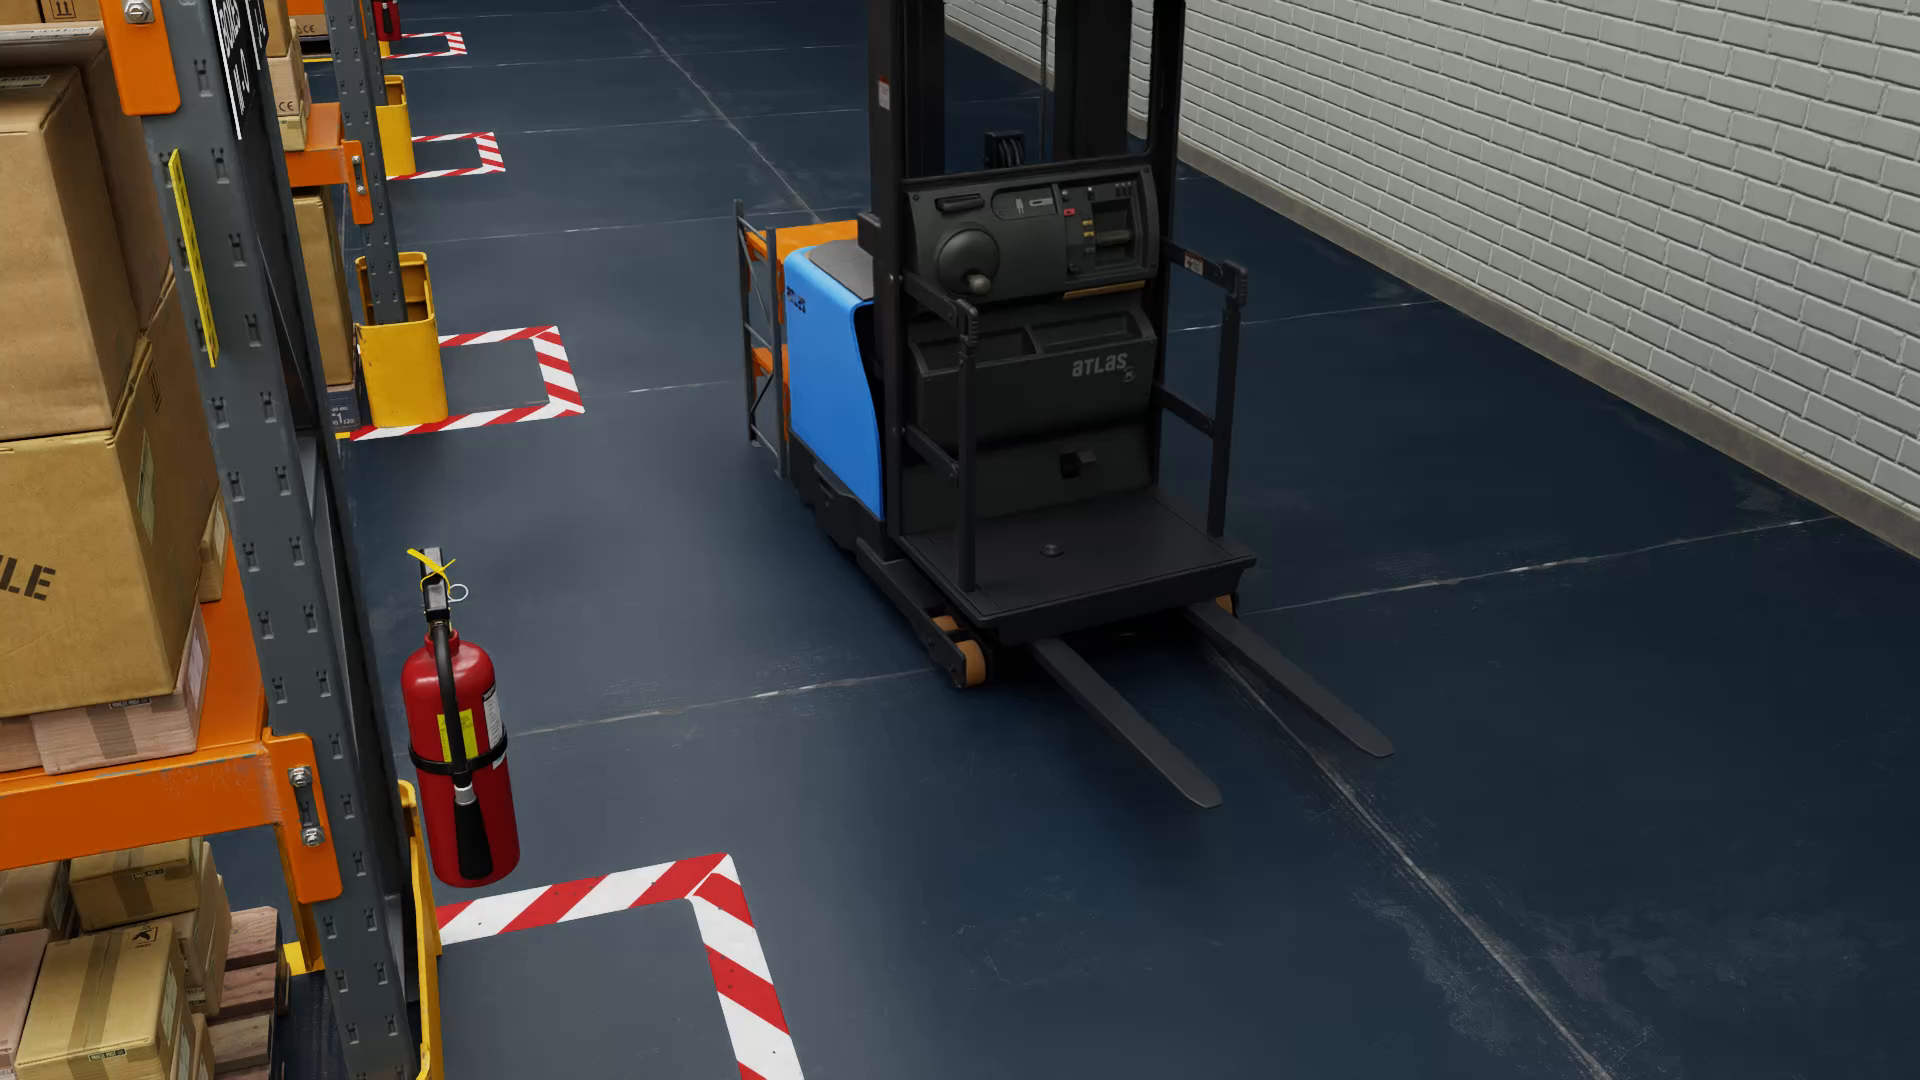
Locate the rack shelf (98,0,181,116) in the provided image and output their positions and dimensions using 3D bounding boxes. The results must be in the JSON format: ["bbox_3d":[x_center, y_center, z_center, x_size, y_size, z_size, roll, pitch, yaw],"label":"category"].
[{"bbox_3d":[-3.251,-0.761,2.345,4.000,0.370,1.077,-8,28,-16],"label":"rack shelf"}]

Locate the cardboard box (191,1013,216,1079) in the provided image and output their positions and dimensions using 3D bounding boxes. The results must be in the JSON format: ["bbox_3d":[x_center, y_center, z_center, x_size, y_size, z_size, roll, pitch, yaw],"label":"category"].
[{"bbox_3d":[-1.786,1.234,3.624,0.250,0.149,0.380,-8,27,-15],"label":"cardboard box"}]

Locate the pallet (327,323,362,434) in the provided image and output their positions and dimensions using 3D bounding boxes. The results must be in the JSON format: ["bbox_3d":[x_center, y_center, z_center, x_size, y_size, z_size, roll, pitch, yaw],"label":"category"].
[{"bbox_3d":[-3.526,-0.734,7.991,1.213,0.211,1.003,-8,28,-16],"label":"pallet"}]

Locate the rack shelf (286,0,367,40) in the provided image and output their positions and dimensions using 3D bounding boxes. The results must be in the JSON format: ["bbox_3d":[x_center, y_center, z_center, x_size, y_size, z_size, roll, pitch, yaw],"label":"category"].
[{"bbox_3d":[-6.225,-3.623,11.483,4.000,0.370,1.077,-8,28,-16],"label":"rack shelf"}]

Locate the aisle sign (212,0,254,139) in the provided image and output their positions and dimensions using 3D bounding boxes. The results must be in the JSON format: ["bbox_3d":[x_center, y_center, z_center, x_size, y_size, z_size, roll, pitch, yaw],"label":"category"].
[{"bbox_3d":[-1.187,-1.063,2.594,0.004,0.787,0.394,-8,28,-16],"label":"aisle sign"}]

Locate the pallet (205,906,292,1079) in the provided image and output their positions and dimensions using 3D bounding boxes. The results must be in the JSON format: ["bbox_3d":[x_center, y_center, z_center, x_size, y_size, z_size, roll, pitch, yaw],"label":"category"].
[{"bbox_3d":[-2.205,1.341,3.811,1.213,0.211,1.003,-8,28,-16],"label":"pallet"}]

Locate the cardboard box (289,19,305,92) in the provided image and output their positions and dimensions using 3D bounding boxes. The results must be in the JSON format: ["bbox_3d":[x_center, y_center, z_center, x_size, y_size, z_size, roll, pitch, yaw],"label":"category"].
[{"bbox_3d":[-3.329,-2.240,7.724,0.500,0.250,0.500,-9,28,-17],"label":"cardboard box"}]

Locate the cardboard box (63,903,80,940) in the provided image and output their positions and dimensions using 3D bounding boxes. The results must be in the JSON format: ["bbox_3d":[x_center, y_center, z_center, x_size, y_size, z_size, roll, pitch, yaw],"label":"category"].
[{"bbox_3d":[-2.205,0.918,3.927,0.250,0.149,0.380,-8,28,-16],"label":"cardboard box"}]

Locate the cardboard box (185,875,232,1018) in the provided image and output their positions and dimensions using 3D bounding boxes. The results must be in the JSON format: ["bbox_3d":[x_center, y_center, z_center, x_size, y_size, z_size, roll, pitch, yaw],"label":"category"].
[{"bbox_3d":[-1.947,1.010,4.075,0.250,0.149,0.380,-8,27,-15],"label":"cardboard box"}]

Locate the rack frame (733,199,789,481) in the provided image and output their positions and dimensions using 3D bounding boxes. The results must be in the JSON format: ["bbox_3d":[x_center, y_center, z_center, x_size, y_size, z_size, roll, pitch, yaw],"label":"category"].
[{"bbox_3d":[-0.865,-0.866,7.230,0.032,1.125,0.500,-11,28,-21],"label":"rack frame"}]

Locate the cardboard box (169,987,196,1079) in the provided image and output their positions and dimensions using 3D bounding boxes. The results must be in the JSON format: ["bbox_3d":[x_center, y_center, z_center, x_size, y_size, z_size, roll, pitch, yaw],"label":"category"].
[{"bbox_3d":[-1.763,1.134,3.492,0.250,0.149,0.380,-9,28,-17],"label":"cardboard box"}]

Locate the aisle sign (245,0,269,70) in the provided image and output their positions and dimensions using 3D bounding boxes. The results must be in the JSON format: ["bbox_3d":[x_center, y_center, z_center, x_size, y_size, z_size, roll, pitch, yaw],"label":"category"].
[{"bbox_3d":[-1.373,-1.316,3.105,0.004,0.787,0.394,-8,28,-16],"label":"aisle sign"}]

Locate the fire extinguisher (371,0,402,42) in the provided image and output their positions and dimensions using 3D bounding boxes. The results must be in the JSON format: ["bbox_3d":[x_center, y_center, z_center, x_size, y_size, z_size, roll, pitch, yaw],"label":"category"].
[{"bbox_3d":[-4.039,-3.847,11.633,0.183,0.674,0.296,-8,28,-16],"label":"fire extinguisher"}]

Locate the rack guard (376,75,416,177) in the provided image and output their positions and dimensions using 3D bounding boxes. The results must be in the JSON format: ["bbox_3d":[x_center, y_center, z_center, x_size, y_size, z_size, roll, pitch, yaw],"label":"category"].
[{"bbox_3d":[-4.304,-3.110,12.451,0.348,0.500,1.175,-8,28,-16],"label":"rack guard"}]

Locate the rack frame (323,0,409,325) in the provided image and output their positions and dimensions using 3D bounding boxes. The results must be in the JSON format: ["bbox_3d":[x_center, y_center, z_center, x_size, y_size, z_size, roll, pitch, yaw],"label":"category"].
[{"bbox_3d":[-2.789,-2.126,7.660,0.127,3.000,1.000,-8,28,-16],"label":"rack frame"}]

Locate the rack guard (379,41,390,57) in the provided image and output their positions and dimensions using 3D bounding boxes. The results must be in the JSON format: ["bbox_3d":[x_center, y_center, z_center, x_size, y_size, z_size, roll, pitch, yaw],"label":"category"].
[{"bbox_3d":[-5.926,-5.185,16.632,0.348,0.500,1.175,-8,28,-16],"label":"rack guard"}]

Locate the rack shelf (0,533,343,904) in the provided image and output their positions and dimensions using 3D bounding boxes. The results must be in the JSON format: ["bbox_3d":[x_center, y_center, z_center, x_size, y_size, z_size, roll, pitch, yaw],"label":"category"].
[{"bbox_3d":[-3.251,0.582,3.012,4.000,0.370,1.077,-8,28,-16],"label":"rack shelf"}]

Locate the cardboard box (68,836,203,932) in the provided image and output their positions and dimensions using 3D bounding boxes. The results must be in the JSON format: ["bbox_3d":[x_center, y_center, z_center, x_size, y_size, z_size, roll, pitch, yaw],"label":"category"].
[{"bbox_3d":[-1.953,0.736,3.960,0.250,0.149,0.380,-10,28,-18],"label":"cardboard box"}]

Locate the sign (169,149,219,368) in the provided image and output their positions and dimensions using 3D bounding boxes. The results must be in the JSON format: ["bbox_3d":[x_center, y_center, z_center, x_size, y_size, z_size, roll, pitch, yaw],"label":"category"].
[{"bbox_3d":[-1.197,-0.438,2.601,0.005,0.325,0.100,-8,28,-16],"label":"sign"}]

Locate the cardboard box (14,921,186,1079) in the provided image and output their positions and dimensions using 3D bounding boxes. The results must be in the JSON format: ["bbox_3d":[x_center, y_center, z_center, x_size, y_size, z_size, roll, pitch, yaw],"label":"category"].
[{"bbox_3d":[-1.774,0.987,3.453,0.250,0.149,0.380,-8,27,-16],"label":"cardboard box"}]

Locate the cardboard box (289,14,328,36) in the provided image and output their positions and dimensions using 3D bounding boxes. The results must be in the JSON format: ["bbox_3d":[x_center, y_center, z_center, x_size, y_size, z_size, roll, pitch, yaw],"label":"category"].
[{"bbox_3d":[-6.294,-5.214,16.195,0.500,0.500,0.500,-8,28,-16],"label":"cardboard box"}]

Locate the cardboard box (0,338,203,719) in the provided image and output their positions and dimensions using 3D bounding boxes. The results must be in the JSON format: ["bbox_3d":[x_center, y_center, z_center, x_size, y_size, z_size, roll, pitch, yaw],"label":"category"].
[{"bbox_3d":[-1.697,-0.022,2.975,0.500,0.500,0.500,-8,27,-15],"label":"cardboard box"}]

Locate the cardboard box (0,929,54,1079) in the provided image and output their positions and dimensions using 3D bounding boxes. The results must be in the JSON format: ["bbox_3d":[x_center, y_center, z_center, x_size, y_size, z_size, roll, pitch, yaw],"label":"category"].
[{"bbox_3d":[-2.031,0.998,3.432,0.250,0.149,0.380,-8,27,-15],"label":"cardboard box"}]

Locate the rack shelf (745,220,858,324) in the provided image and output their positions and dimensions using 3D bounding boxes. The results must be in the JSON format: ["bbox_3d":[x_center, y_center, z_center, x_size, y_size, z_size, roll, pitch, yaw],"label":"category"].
[{"bbox_3d":[-0.400,-1.220,7.283,1.000,0.278,0.538,-11,28,-21],"label":"rack shelf"}]

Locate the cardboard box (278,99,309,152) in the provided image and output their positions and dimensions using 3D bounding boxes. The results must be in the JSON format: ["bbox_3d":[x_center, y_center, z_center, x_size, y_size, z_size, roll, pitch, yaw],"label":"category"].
[{"bbox_3d":[-3.026,-1.825,7.336,0.250,0.149,0.380,-8,27,-15],"label":"cardboard box"}]

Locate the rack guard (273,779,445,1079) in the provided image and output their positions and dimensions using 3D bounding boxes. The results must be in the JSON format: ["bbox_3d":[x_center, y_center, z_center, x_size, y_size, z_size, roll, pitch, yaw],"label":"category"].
[{"bbox_3d":[-1.422,1.115,3.942,0.348,0.500,1.175,-8,28,-16],"label":"rack guard"}]

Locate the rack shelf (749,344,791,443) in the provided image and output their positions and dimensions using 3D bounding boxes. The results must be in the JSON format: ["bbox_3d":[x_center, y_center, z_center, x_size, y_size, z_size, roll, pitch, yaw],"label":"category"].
[{"bbox_3d":[-0.400,-0.738,7.522,1.000,0.278,0.538,-11,28,-21],"label":"rack shelf"}]

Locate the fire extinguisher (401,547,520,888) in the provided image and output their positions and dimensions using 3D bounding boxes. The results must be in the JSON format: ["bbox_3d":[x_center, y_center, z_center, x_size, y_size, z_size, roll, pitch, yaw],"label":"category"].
[{"bbox_3d":[-0.967,0.347,3.184,0.183,0.674,0.296,-8,28,-16],"label":"fire extinguisher"}]

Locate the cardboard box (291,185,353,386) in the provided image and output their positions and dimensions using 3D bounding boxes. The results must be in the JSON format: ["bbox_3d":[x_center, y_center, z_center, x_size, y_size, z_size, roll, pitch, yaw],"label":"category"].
[{"bbox_3d":[-3.373,-1.241,7.793,0.875,0.875,0.875,-8,28,-16],"label":"cardboard box"}]

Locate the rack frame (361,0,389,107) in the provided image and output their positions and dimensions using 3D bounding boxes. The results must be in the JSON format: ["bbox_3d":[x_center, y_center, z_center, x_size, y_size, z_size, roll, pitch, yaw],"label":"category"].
[{"bbox_3d":[-4.323,-4.220,11.878,0.127,3.000,1.000,-8,28,-16],"label":"rack frame"}]

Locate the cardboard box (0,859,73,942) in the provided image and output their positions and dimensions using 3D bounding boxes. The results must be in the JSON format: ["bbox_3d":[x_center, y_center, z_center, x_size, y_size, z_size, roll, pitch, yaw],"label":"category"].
[{"bbox_3d":[-2.178,0.825,3.781,0.250,0.149,0.380,-8,27,-15],"label":"cardboard box"}]

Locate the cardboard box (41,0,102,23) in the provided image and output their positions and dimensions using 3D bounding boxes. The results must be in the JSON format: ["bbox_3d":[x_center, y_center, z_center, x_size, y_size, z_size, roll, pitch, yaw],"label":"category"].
[{"bbox_3d":[-3.805,-2.507,7.418,0.500,0.500,0.500,-9,28,-17],"label":"cardboard box"}]

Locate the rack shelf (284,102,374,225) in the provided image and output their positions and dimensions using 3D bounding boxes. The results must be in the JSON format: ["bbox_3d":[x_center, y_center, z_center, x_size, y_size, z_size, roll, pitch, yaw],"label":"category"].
[{"bbox_3d":[-4.691,-1.529,7.265,4.000,0.370,1.077,-8,28,-16],"label":"rack shelf"}]

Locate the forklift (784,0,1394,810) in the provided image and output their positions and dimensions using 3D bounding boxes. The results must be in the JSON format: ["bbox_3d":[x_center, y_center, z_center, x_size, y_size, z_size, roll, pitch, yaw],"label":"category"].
[{"bbox_3d":[0.356,-1.024,5.516,1.130,2.935,3.031,-12,29,-22],"label":"forklift"}]

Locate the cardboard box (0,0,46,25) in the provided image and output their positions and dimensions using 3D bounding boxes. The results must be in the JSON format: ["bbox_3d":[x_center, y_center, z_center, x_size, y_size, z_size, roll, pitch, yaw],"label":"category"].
[{"bbox_3d":[-4.296,-2.433,7.269,0.500,0.500,0.500,-9,28,-17],"label":"cardboard box"}]

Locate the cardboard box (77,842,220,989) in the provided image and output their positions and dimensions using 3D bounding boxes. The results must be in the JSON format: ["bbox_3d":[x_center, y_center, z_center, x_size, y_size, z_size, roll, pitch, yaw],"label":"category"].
[{"bbox_3d":[-1.927,0.904,3.955,0.250,0.149,0.380,-7,27,-14],"label":"cardboard box"}]

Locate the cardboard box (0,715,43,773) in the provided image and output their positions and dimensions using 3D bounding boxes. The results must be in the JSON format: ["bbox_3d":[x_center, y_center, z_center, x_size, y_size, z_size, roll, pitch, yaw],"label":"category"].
[{"bbox_3d":[-1.820,0.280,3.095,0.250,0.149,0.380,-8,28,-16],"label":"cardboard box"}]

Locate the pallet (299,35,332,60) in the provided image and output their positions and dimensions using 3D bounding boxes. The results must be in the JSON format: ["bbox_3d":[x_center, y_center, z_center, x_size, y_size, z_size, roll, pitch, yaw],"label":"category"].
[{"bbox_3d":[-6.684,-4.945,16.475,1.213,0.211,1.003,-8,28,-16],"label":"pallet"}]

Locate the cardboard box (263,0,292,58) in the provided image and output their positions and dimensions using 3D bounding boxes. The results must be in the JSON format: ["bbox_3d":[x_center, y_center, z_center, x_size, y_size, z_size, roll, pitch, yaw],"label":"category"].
[{"bbox_3d":[-3.171,-2.350,7.101,0.500,0.500,0.500,-8,27,-15],"label":"cardboard box"}]

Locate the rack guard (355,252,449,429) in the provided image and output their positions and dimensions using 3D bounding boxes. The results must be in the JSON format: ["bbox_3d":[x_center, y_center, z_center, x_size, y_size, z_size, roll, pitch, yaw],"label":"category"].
[{"bbox_3d":[-2.767,-1.010,8.222,0.348,0.500,1.175,-8,28,-16],"label":"rack guard"}]

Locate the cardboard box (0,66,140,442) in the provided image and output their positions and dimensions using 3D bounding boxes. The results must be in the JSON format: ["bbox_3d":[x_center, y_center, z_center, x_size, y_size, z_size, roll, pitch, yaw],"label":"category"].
[{"bbox_3d":[-1.708,-0.473,2.758,0.500,0.500,0.500,-9,28,-17],"label":"cardboard box"}]

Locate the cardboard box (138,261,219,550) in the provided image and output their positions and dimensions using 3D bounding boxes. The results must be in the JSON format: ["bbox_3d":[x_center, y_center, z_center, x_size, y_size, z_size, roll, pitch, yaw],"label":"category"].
[{"bbox_3d":[-1.862,-0.248,3.430,0.500,0.500,0.500,-7,27,-14],"label":"cardboard box"}]

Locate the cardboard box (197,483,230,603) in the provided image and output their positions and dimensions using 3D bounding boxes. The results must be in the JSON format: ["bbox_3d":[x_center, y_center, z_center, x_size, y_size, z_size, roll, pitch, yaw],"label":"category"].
[{"bbox_3d":[-1.759,0.003,3.652,0.250,0.149,0.380,-8,28,-17],"label":"cardboard box"}]

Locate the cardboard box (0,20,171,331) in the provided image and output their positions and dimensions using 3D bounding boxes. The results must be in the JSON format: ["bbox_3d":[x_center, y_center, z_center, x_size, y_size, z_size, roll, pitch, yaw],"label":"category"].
[{"bbox_3d":[-1.859,-0.691,3.198,0.500,0.500,0.500,-8,28,-16],"label":"cardboard box"}]

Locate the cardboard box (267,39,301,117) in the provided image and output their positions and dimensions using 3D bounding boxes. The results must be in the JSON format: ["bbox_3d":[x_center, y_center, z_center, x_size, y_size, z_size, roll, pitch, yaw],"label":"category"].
[{"bbox_3d":[-3.168,-2.013,7.266,0.500,0.250,0.500,-9,28,-17],"label":"cardboard box"}]

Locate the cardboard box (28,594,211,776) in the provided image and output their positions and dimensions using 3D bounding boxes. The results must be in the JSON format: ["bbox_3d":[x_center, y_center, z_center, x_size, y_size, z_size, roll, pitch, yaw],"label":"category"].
[{"bbox_3d":[-1.572,0.262,3.132,0.250,0.149,0.380,-8,28,-16],"label":"cardboard box"}]

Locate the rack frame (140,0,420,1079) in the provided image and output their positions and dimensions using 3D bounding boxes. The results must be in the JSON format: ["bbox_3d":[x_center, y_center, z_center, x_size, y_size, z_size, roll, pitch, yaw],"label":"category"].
[{"bbox_3d":[-1.350,-0.015,3.407,0.127,3.000,1.000,-8,28,-16],"label":"rack frame"}]

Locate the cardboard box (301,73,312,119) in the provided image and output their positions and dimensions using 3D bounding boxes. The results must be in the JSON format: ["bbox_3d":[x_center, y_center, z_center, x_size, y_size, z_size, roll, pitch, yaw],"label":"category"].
[{"bbox_3d":[-3.229,-2.104,7.898,0.250,0.149,0.380,-8,27,-16],"label":"cardboard box"}]

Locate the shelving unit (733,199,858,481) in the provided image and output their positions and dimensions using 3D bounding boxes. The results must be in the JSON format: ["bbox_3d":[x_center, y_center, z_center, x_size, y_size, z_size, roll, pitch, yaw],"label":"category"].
[{"bbox_3d":[-0.400,-0.957,7.414,1.048,1.125,0.538,-11,28,-21],"label":"shelving unit"}]
